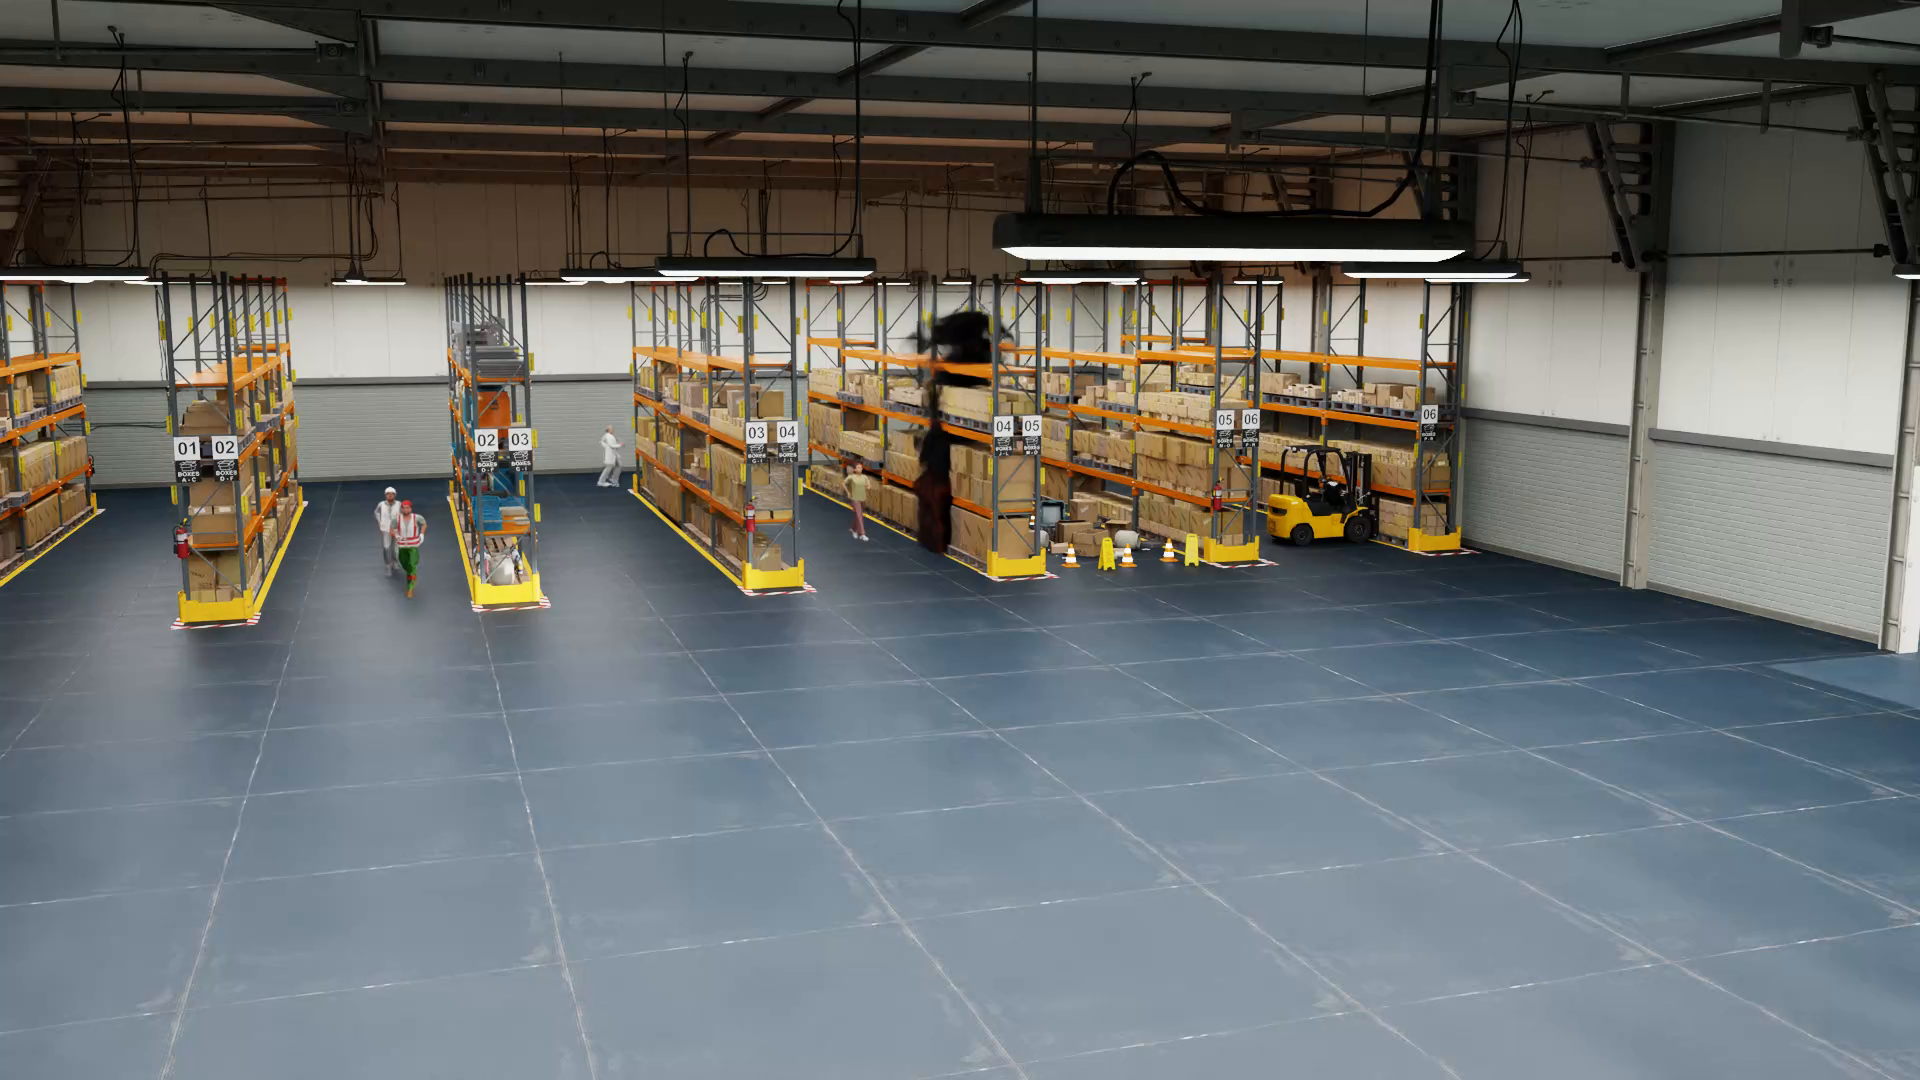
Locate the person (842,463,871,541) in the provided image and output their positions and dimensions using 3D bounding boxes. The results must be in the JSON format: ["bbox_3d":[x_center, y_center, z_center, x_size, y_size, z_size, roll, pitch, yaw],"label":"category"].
[{"bbox_3d":[-2.190,-0.838,36.096,0.577,1.695,0.903,-5,10,-32],"label":"person"}]

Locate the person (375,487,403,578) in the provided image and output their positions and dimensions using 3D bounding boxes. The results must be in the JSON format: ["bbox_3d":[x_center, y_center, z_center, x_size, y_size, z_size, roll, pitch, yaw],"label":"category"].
[{"bbox_3d":[-11.410,-0.167,33.458,0.635,1.820,0.795,-3,9,-20],"label":"person"}]

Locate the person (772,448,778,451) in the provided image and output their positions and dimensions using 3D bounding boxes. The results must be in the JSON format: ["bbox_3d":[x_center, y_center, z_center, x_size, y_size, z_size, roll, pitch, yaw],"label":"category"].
[{"bbox_3d":[-5.415,-2.196,47.438,0.584,1.580,0.825,-1,9,-9],"label":"person"}]

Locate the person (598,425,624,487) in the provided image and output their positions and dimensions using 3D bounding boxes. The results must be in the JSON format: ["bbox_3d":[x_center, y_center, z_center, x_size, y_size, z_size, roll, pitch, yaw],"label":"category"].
[{"bbox_3d":[-10.101,-2.403,48.128,0.812,1.834,0.672,-1,9,-6],"label":"person"}]

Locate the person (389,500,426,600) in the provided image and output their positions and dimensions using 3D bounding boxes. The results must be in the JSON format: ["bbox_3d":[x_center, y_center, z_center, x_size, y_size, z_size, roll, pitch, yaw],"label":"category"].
[{"bbox_3d":[-10.394,0.139,31.281,0.622,1.797,1.152,-1,9,-4],"label":"person"}]
